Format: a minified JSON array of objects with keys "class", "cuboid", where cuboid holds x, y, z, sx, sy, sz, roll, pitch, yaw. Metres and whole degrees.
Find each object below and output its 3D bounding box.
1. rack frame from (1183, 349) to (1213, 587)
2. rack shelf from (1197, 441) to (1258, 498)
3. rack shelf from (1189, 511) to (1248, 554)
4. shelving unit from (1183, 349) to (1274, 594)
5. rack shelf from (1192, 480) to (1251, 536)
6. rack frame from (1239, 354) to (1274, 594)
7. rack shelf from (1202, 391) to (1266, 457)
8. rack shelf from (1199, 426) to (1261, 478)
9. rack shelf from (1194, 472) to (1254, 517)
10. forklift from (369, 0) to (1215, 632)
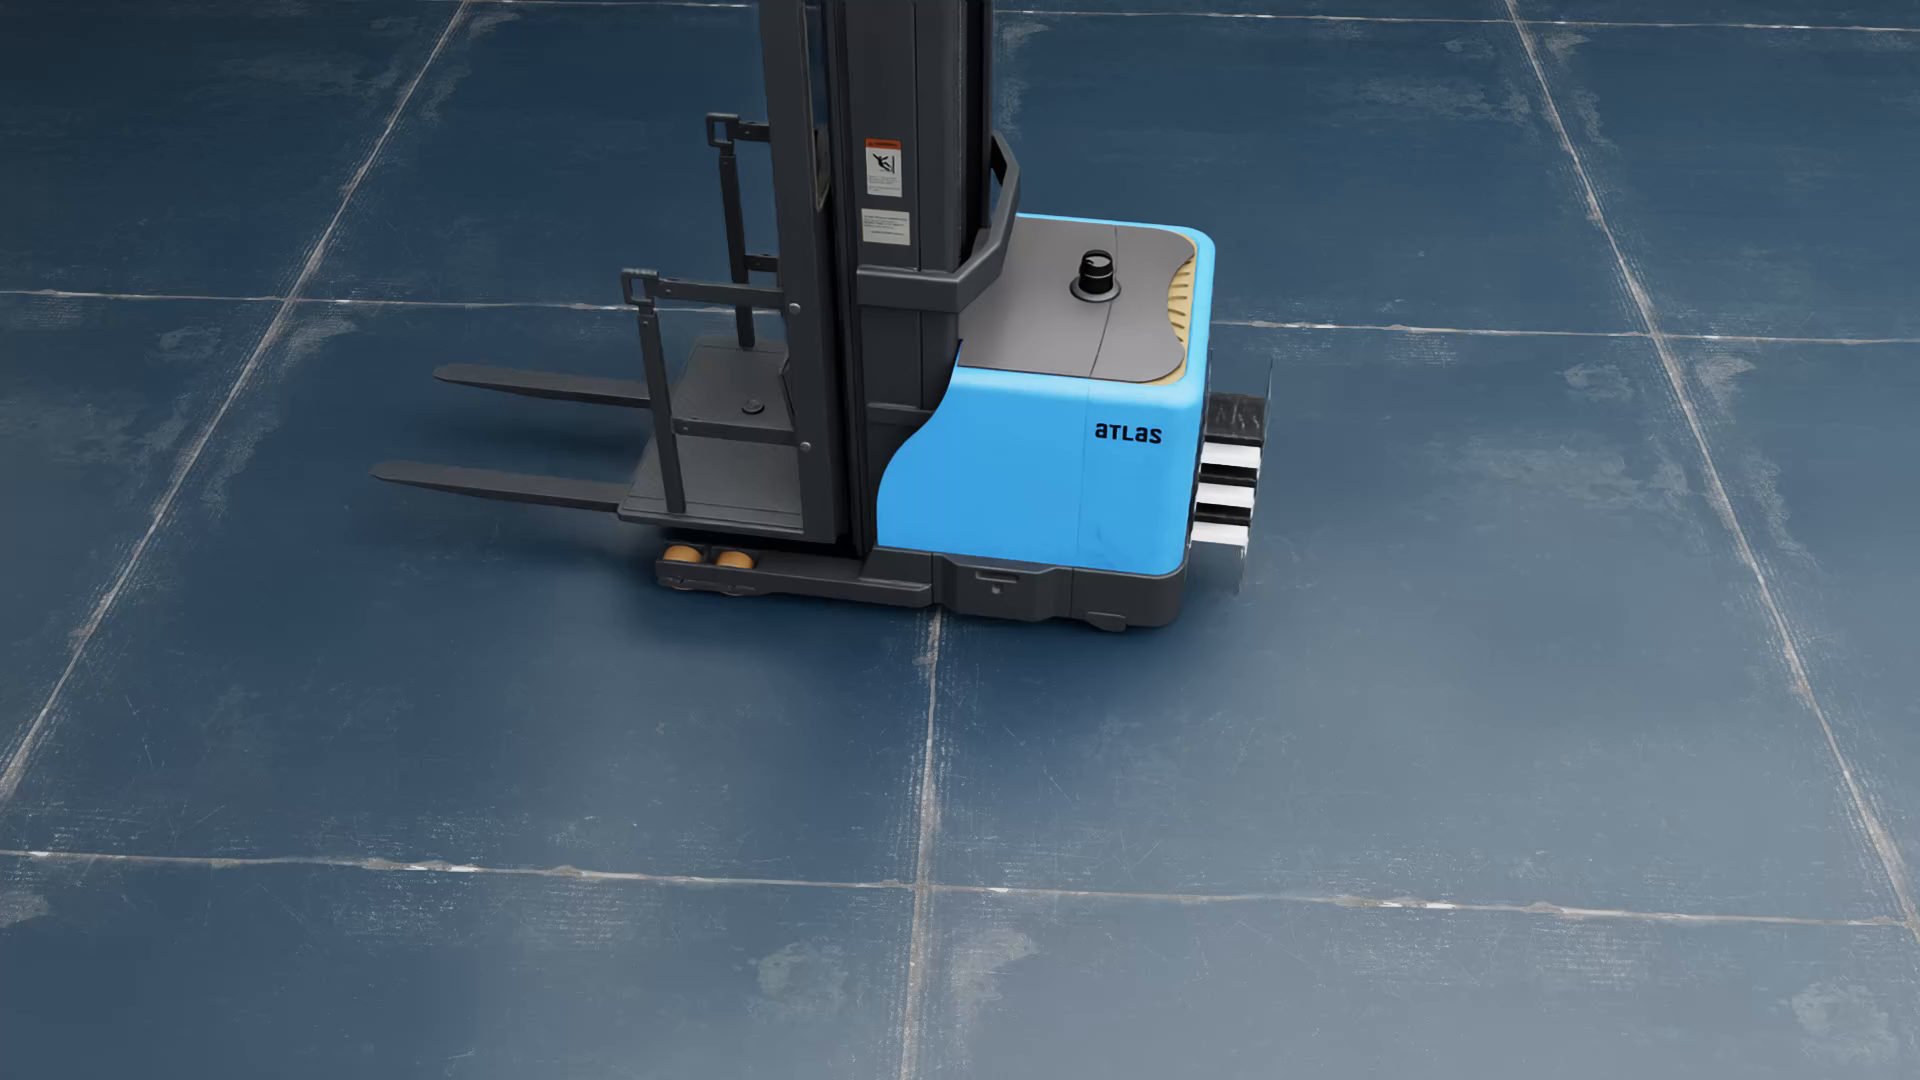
[{"class":"rack frame","cuboid":[0.835,-0.237,5.844,0.006,0.900,0.240,6,43,7]},{"class":"rack shelf","cuboid":[0.935,-0.268,5.794,0.200,0.077,0.258,6,43,7]},{"class":"rack shelf","cuboid":[0.935,-0.070,5.978,0.200,0.077,0.258,6,43,7]},{"class":"shelving unit","cuboid":[0.935,-0.226,5.833,0.210,0.900,0.258,6,43,7]},{"class":"rack shelf","cuboid":[0.935,-0.136,5.917,0.200,0.077,0.258,6,43,7]},{"class":"rack frame","cuboid":[1.036,-0.216,5.821,0.006,0.900,0.240,6,43,7]},{"class":"rack shelf","cuboid":[0.935,-0.400,5.672,0.200,0.077,0.258,6,43,7]},{"class":"rack shelf","cuboid":[0.935,-0.334,5.733,0.200,0.077,0.258,6,43,7]},{"class":"rack shelf","cuboid":[0.935,-0.202,5.856,0.200,0.077,0.258,6,43,7]},{"class":"forklift","cuboid":[-0.653,-1.219,5.408,3.031,2.935,1.130,6,43,7]}]
